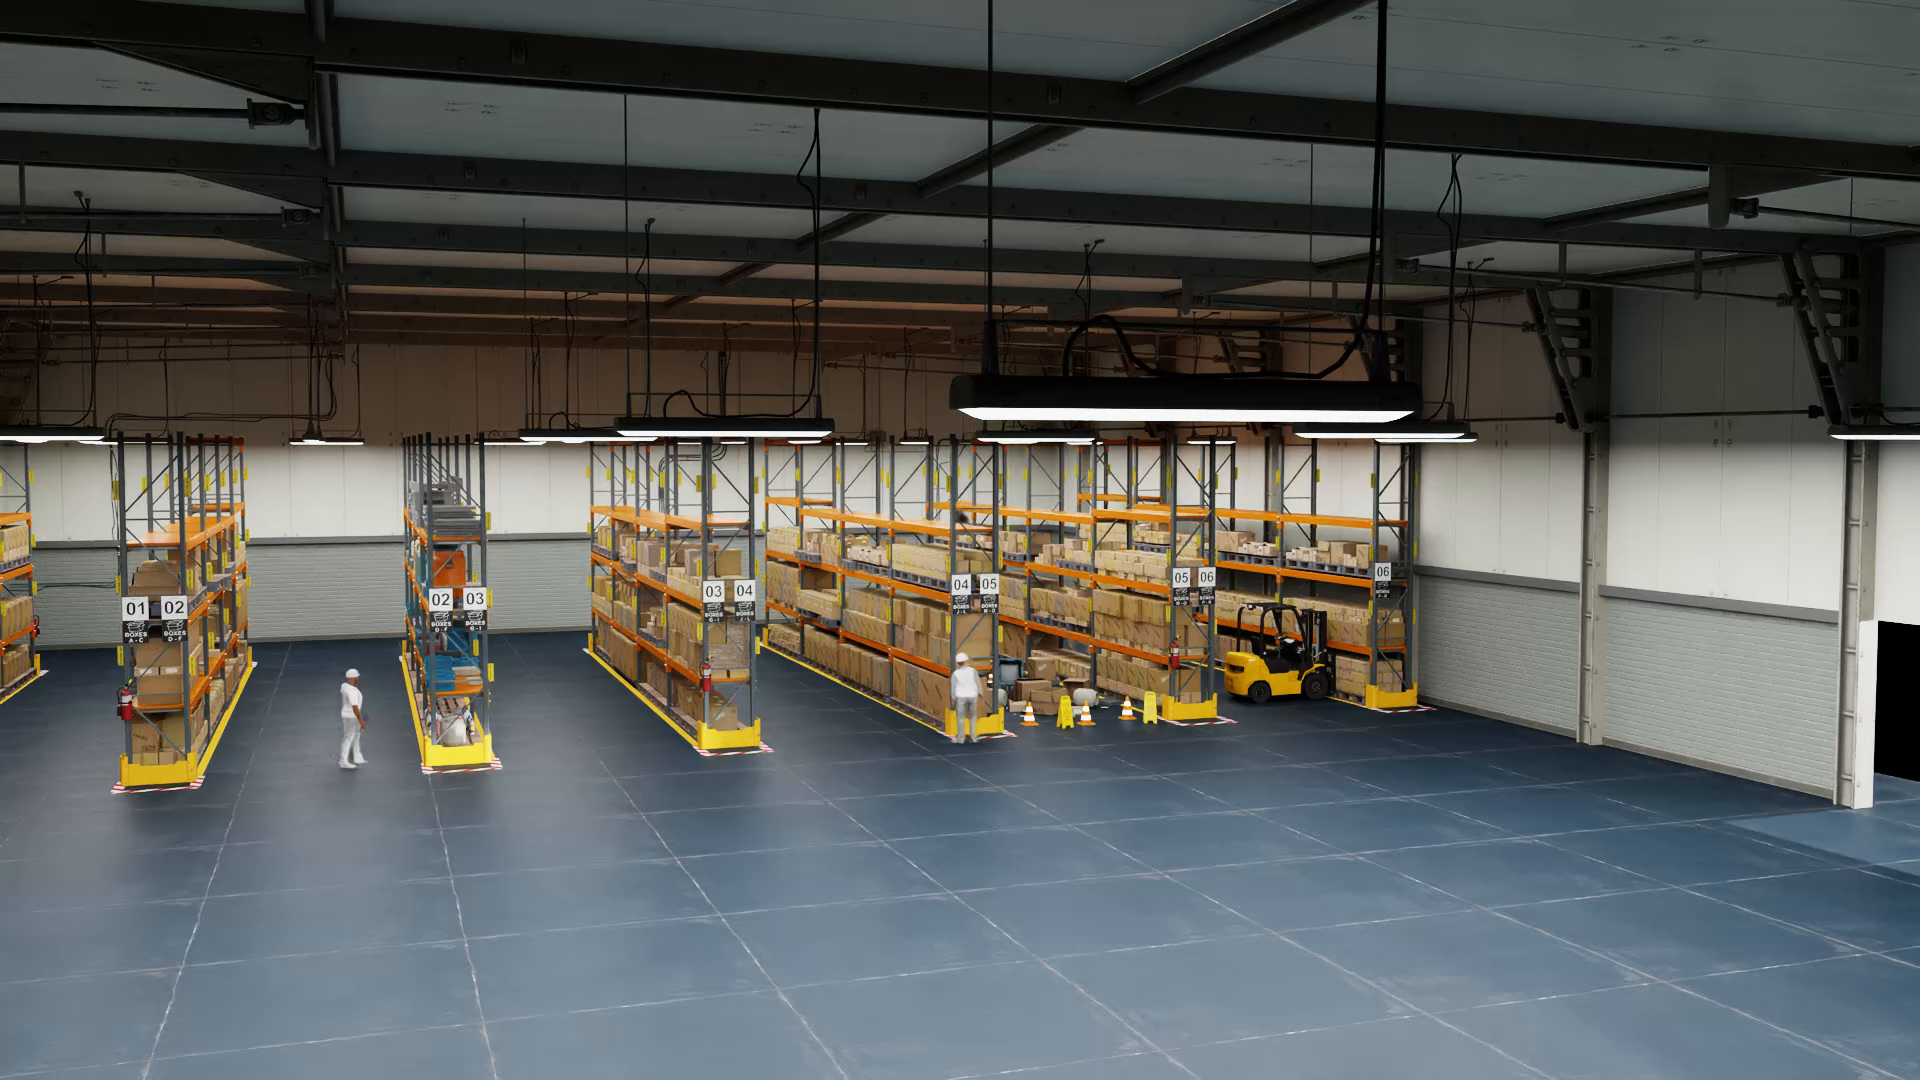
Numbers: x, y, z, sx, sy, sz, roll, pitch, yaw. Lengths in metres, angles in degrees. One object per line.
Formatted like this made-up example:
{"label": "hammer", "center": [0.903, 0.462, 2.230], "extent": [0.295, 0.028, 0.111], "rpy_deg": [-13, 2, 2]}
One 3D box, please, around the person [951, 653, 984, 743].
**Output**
{"label": "person", "center": [0.149, 3.071, 32.187], "extent": [0.648, 1.805, 0.399], "rpy_deg": [0, 3, -9]}

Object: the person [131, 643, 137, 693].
{"label": "person", "center": [-19.138, 2.716, 38.896], "extent": [0.431, 1.727, 0.588], "rpy_deg": [1, 3, 14]}

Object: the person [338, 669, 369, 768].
{"label": "person", "center": [-10.900, 3.200, 29.871], "extent": [0.530, 1.797, 0.703], "rpy_deg": [-1, 3, -20]}

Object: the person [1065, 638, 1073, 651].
{"label": "person", "center": [2.987, 2.330, 45.835], "extent": [0.575, 1.758, 0.687], "rpy_deg": [-1, 3, -25]}
